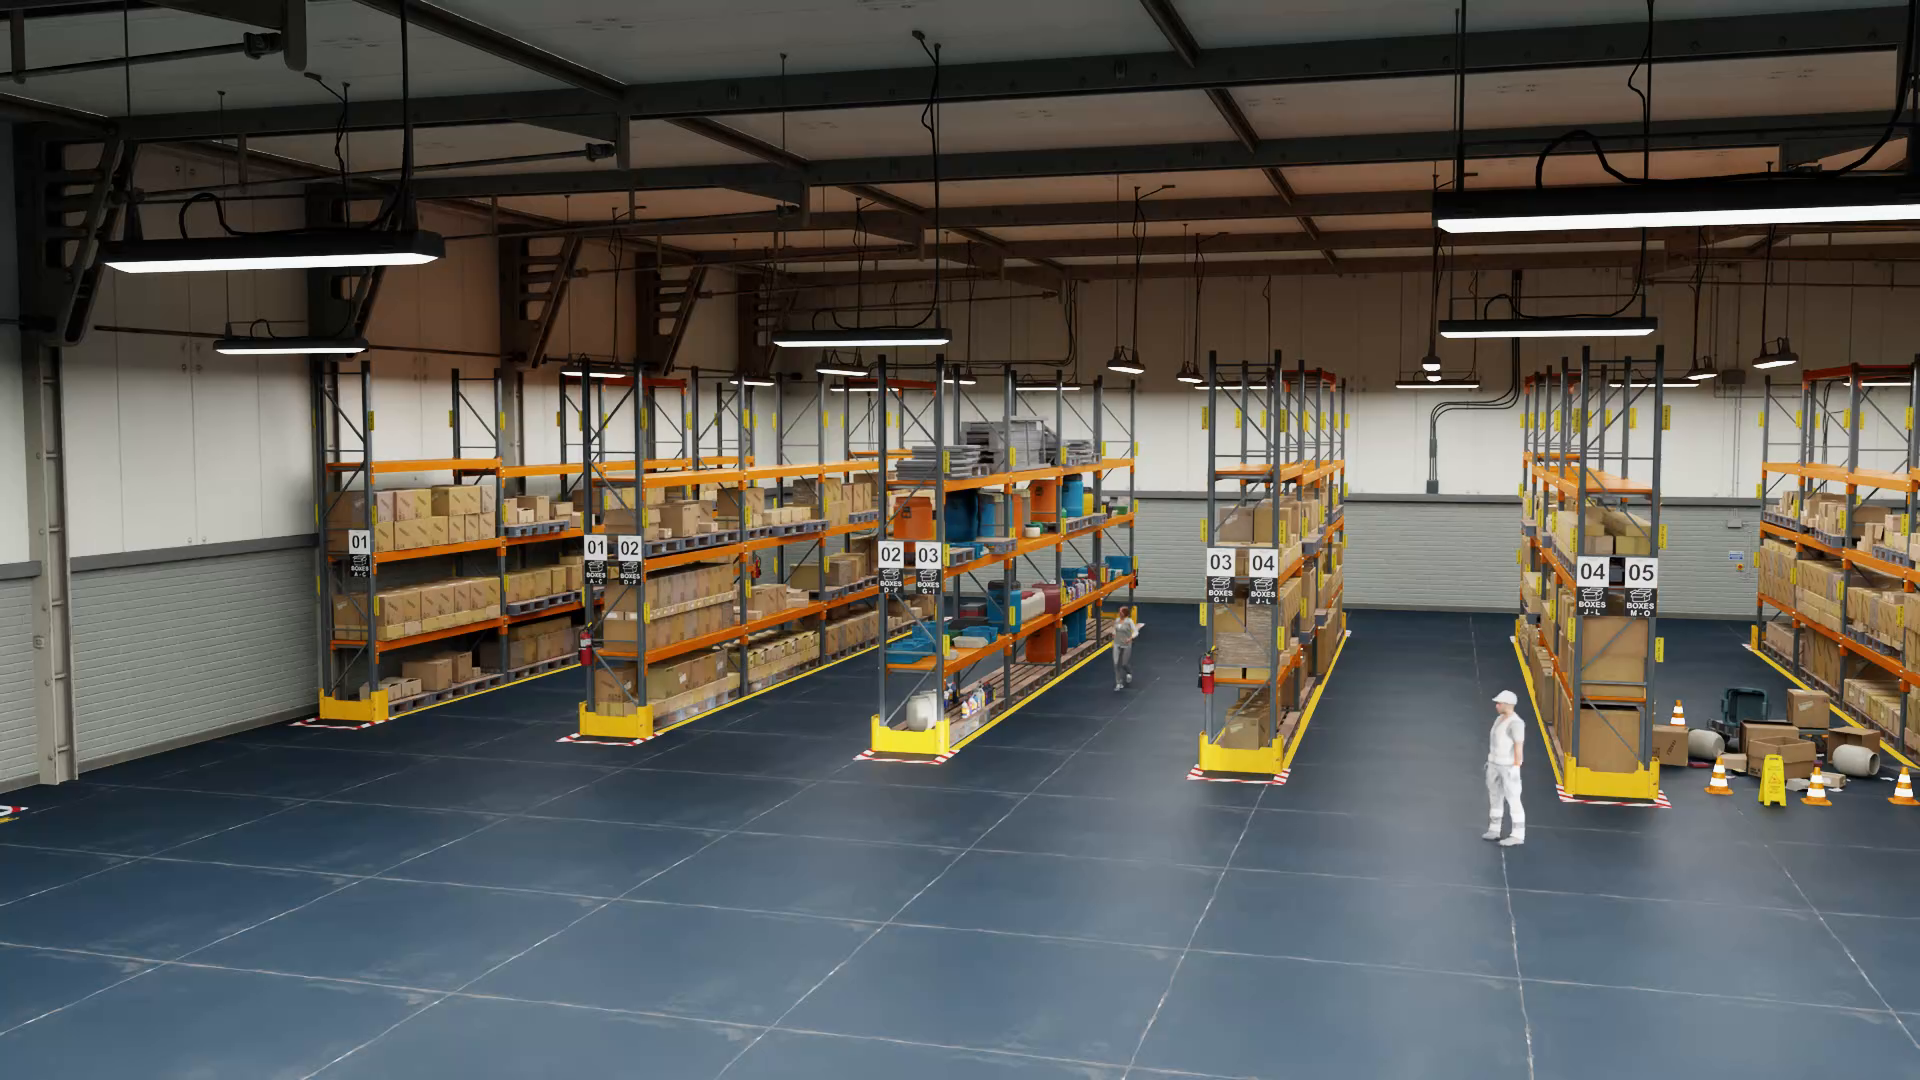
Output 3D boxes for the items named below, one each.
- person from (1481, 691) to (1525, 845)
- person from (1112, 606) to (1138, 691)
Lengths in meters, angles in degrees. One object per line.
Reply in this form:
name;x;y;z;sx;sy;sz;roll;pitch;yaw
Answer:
person;6.468;2.689;19.808;0.426;1.789;0.611;-2;4;-23
person;3.090;2.011;31.142;0.543;1.579;0.660;2;4;22
